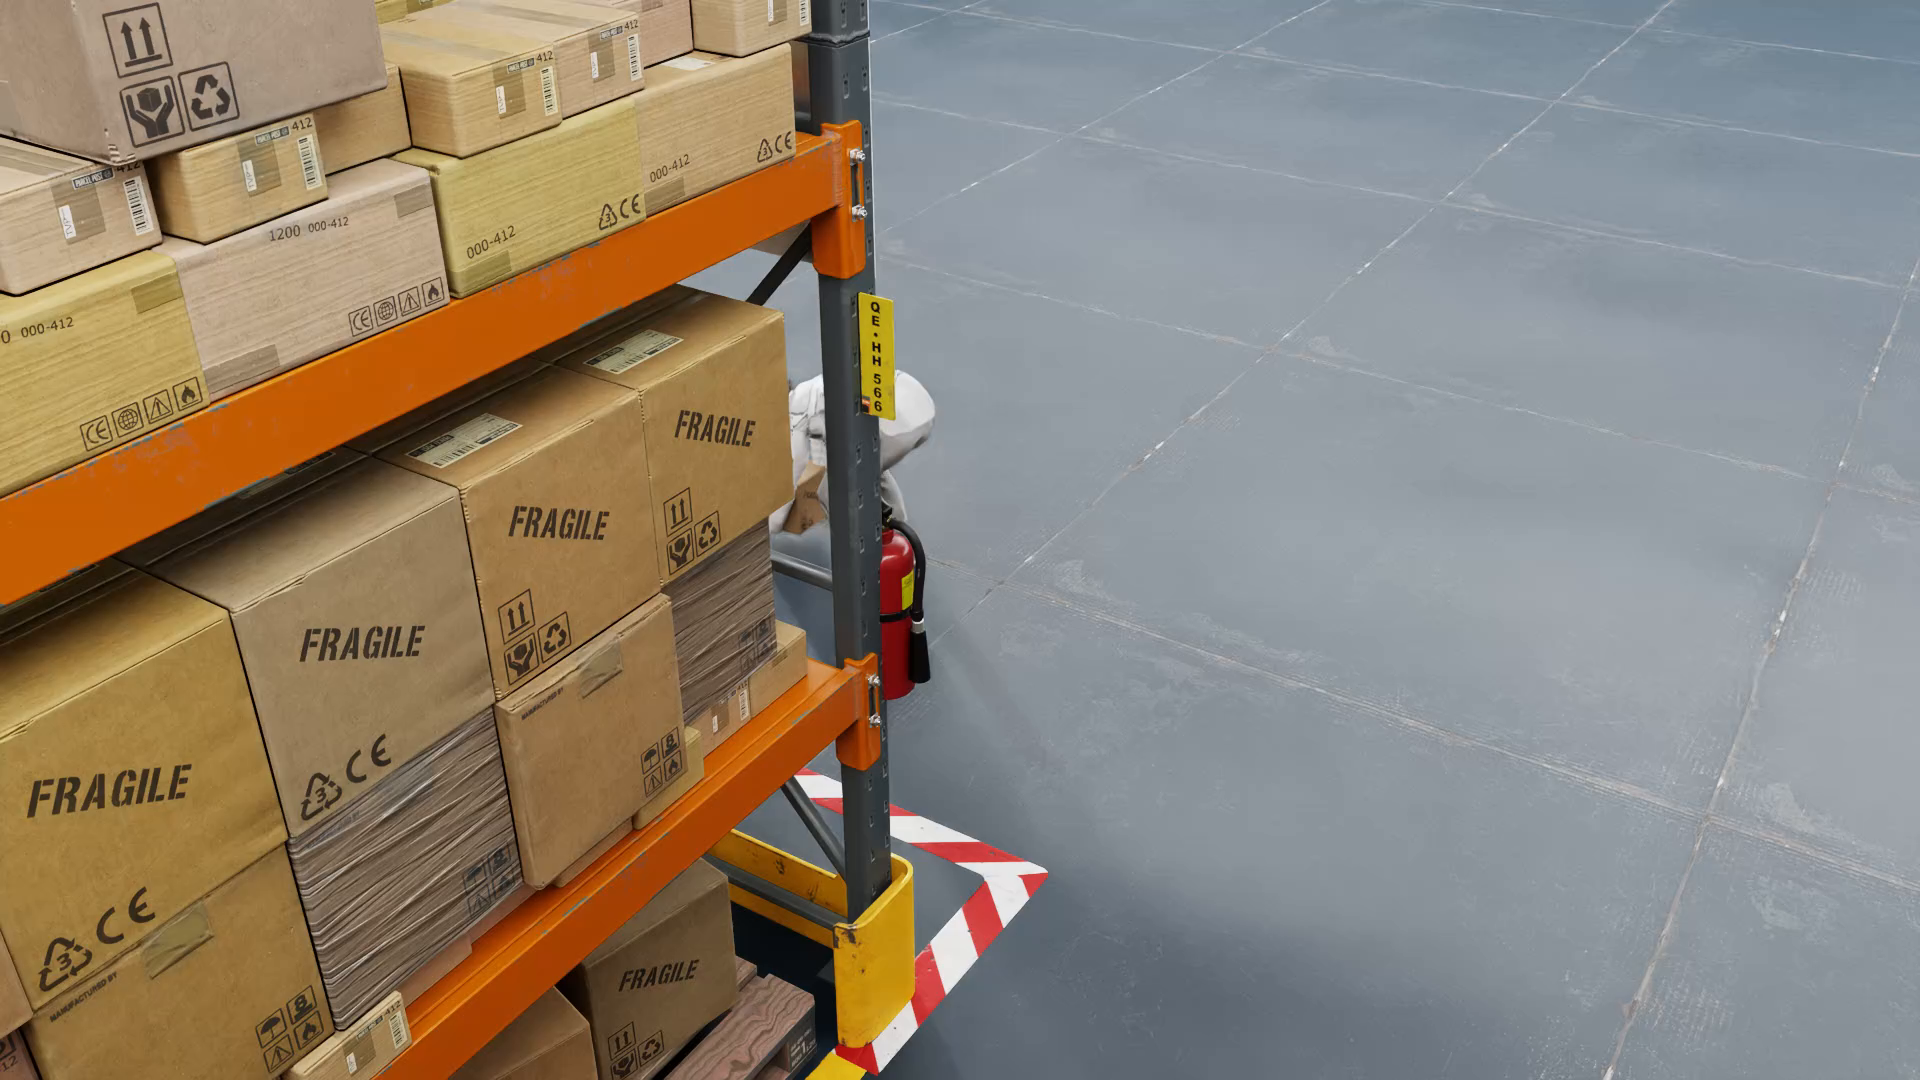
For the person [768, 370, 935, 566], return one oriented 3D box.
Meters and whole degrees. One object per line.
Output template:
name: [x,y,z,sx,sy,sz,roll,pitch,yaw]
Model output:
person: [-0.539,-0.324,7.359,0.901,0.972,0.444,16,34,25]
